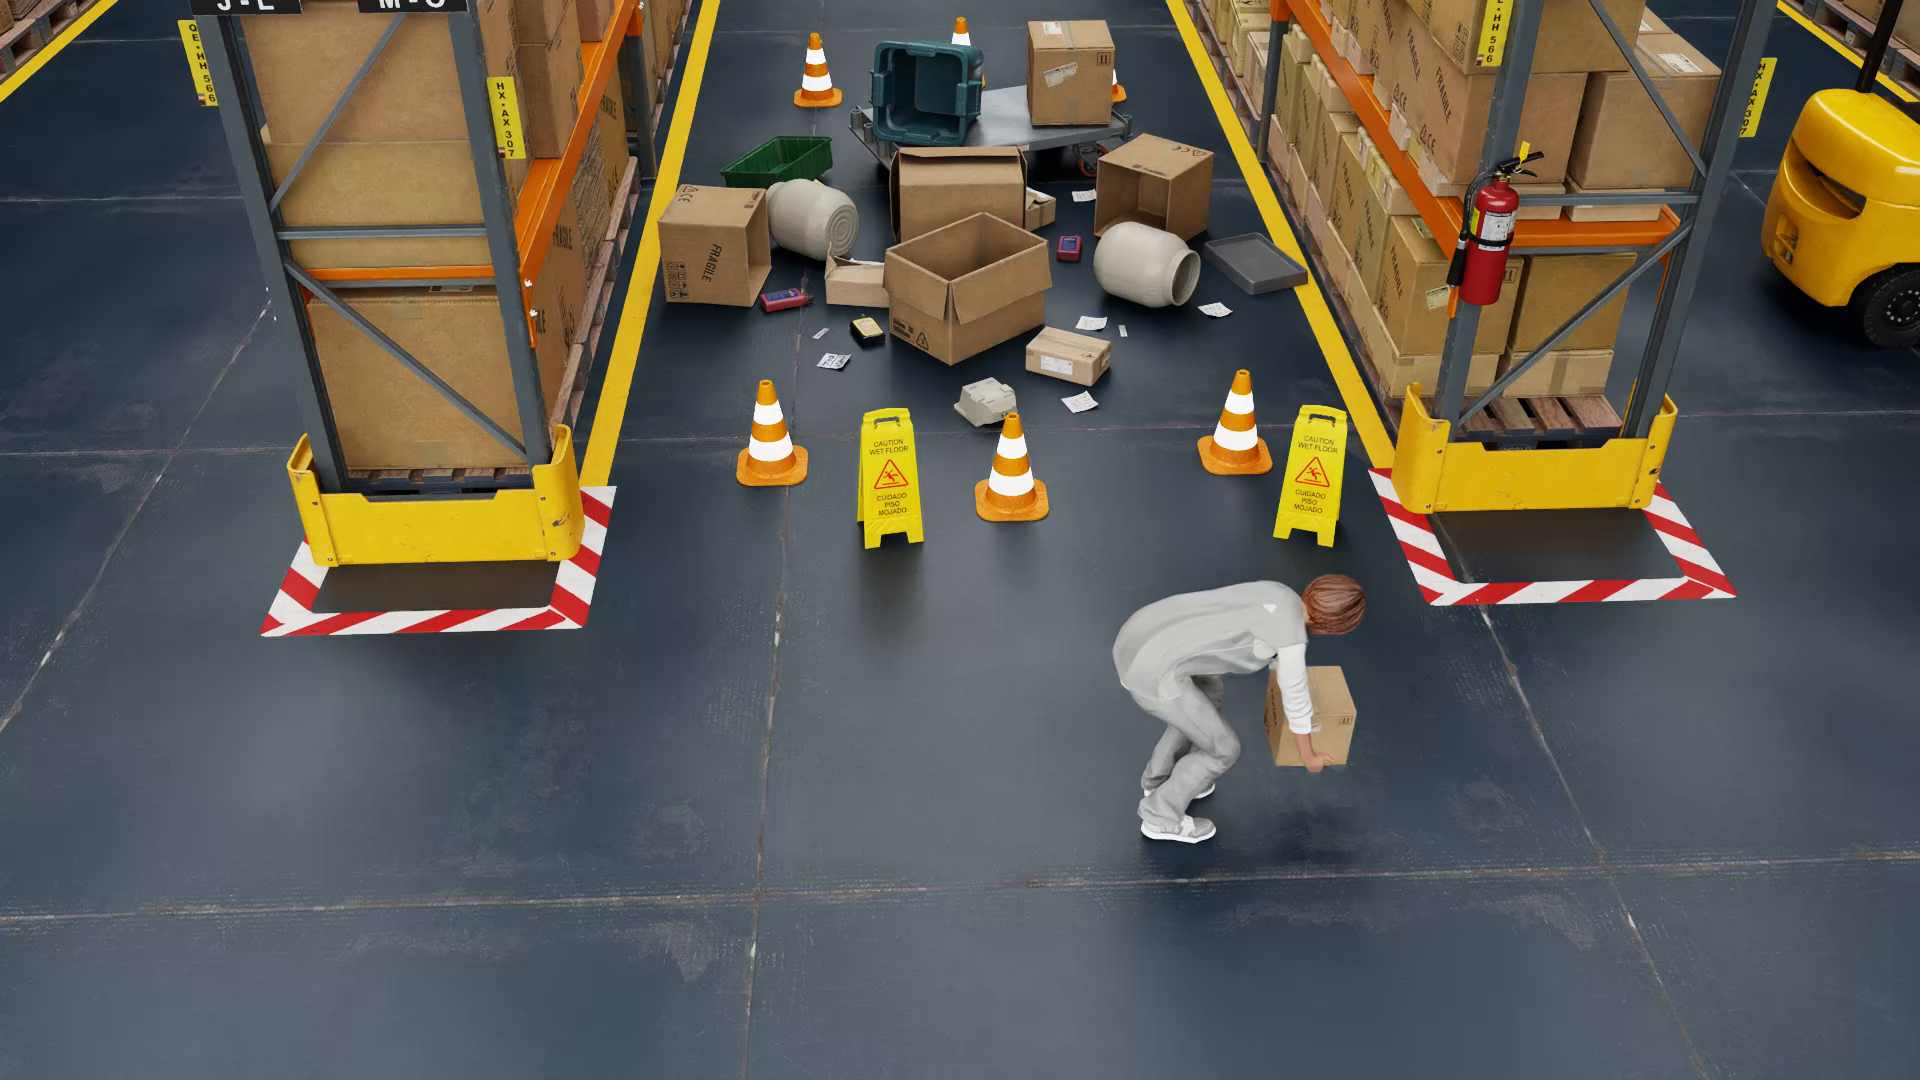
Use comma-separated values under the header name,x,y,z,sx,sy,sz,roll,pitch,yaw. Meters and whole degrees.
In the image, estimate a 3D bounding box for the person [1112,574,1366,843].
name,x,y,z,sx,sy,sz,roll,pitch,yaw
person,0.950,0.579,5.833,0.855,1.035,0.407,-3,36,-4
